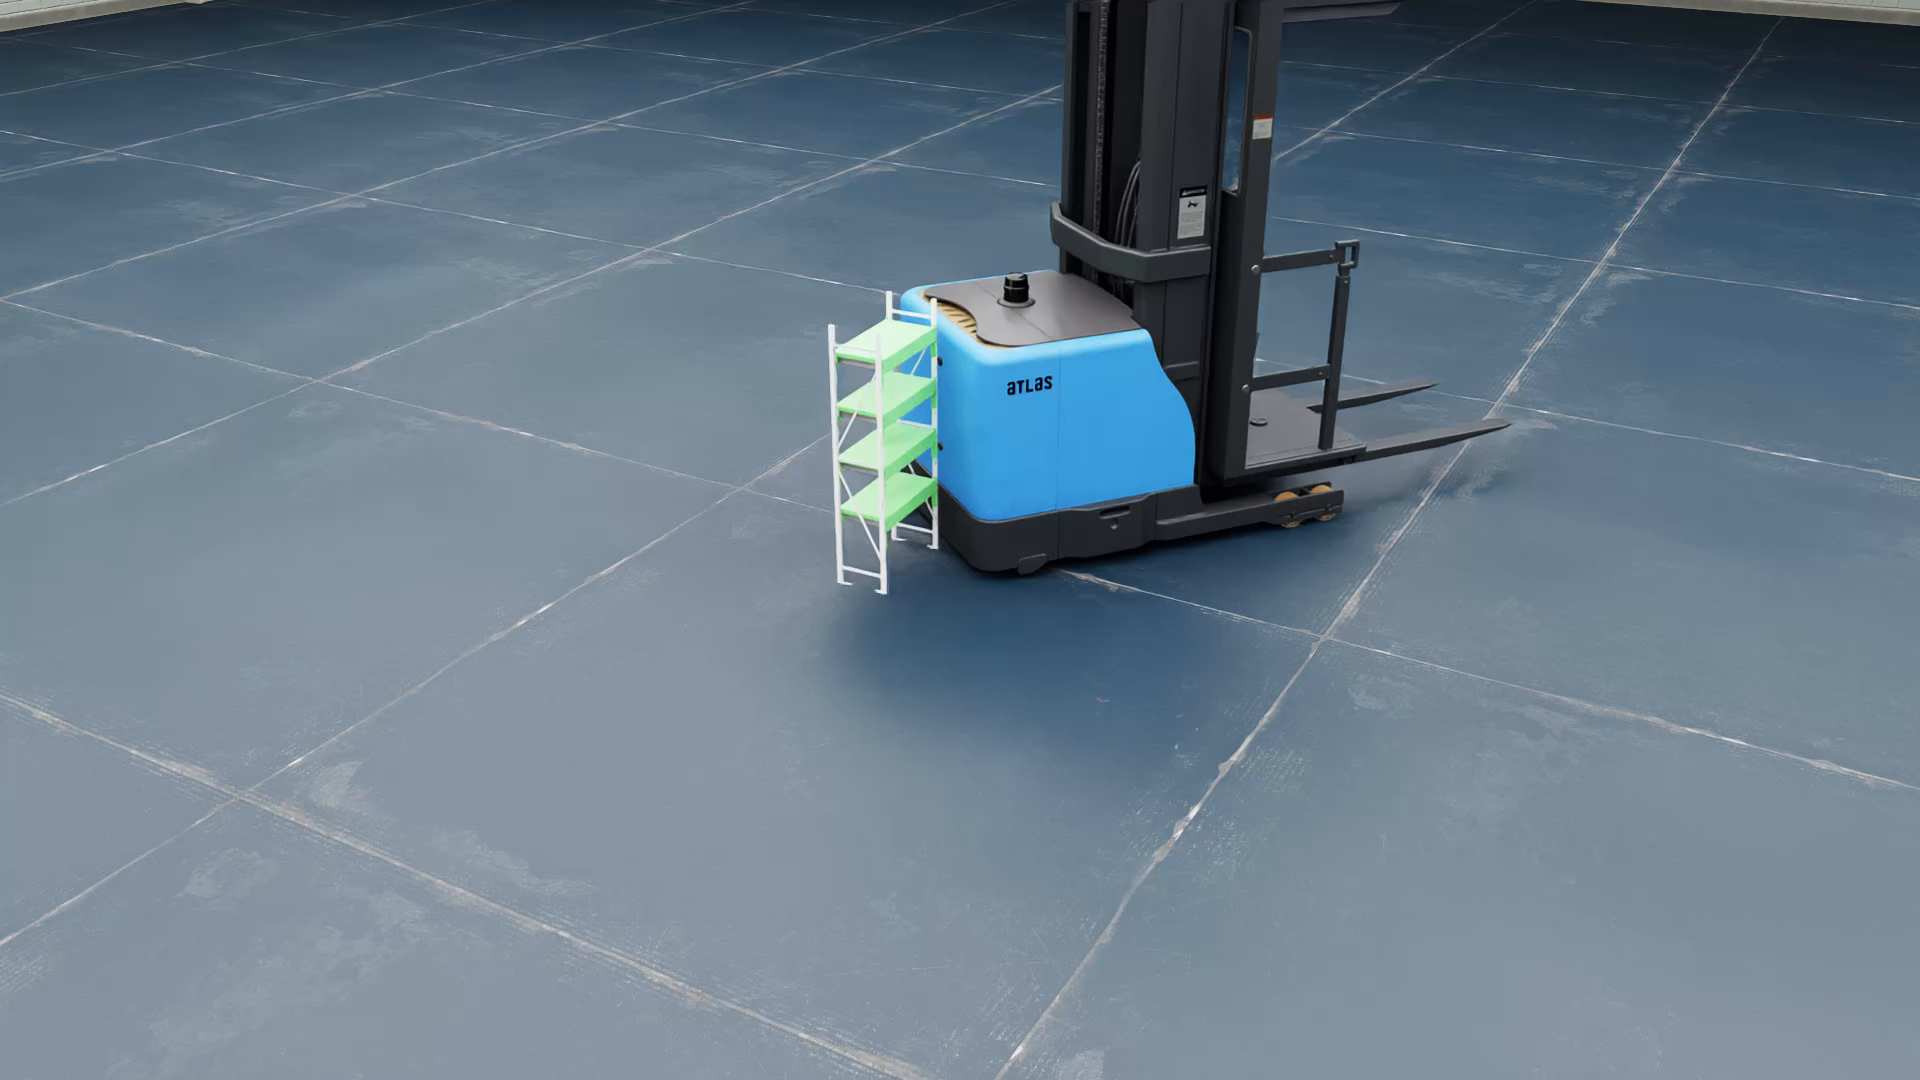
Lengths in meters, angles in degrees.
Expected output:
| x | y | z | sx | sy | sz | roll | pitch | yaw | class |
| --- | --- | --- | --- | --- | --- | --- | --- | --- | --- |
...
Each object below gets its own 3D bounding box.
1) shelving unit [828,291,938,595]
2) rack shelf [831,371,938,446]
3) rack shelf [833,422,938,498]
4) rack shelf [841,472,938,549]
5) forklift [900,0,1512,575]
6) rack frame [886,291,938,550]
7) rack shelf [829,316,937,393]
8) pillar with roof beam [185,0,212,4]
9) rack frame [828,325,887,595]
| x | y | z | sx | sy | sz | roll | pitch | yaw | class |
| --- | --- | --- | --- | --- | --- | --- | --- | --- | --- |
| -0.320 | -0.420 | 7.249 | 0.258 | 1.200 | 0.503 | 13 | 29 | 24 | shelving unit |
| -0.320 | -0.578 | 7.170 | 0.258 | 0.148 | 0.480 | 13 | 29 | 24 | rack shelf |
| -0.320 | -0.363 | 7.278 | 0.258 | 0.148 | 0.480 | 13 | 29 | 24 | rack shelf |
| -0.320 | -0.148 | 7.385 | 0.258 | 0.148 | 0.480 | 13 | 29 | 24 | rack shelf |
| 1.277 | -1.574 | 7.620 | 3.031 | 2.935 | 1.130 | -11 | 29 | -20 | forklift |
| -0.210 | -0.518 | 7.444 | 0.240 | 1.200 | 0.015 | 13 | 29 | 24 | rack frame |
| -0.320 | -0.792 | 7.063 | 0.258 | 0.148 | 0.480 | 13 | 29 | 24 | rack shelf |
| -6.251 | -10.211 | 18.095 | 9.100 | 9.000 | 0.400 | 14 | 30 | 26 | pillar with roof beam |
| -0.430 | -0.323 | 7.054 | 0.240 | 1.200 | 0.015 | 13 | 29 | 24 | rack frame |
